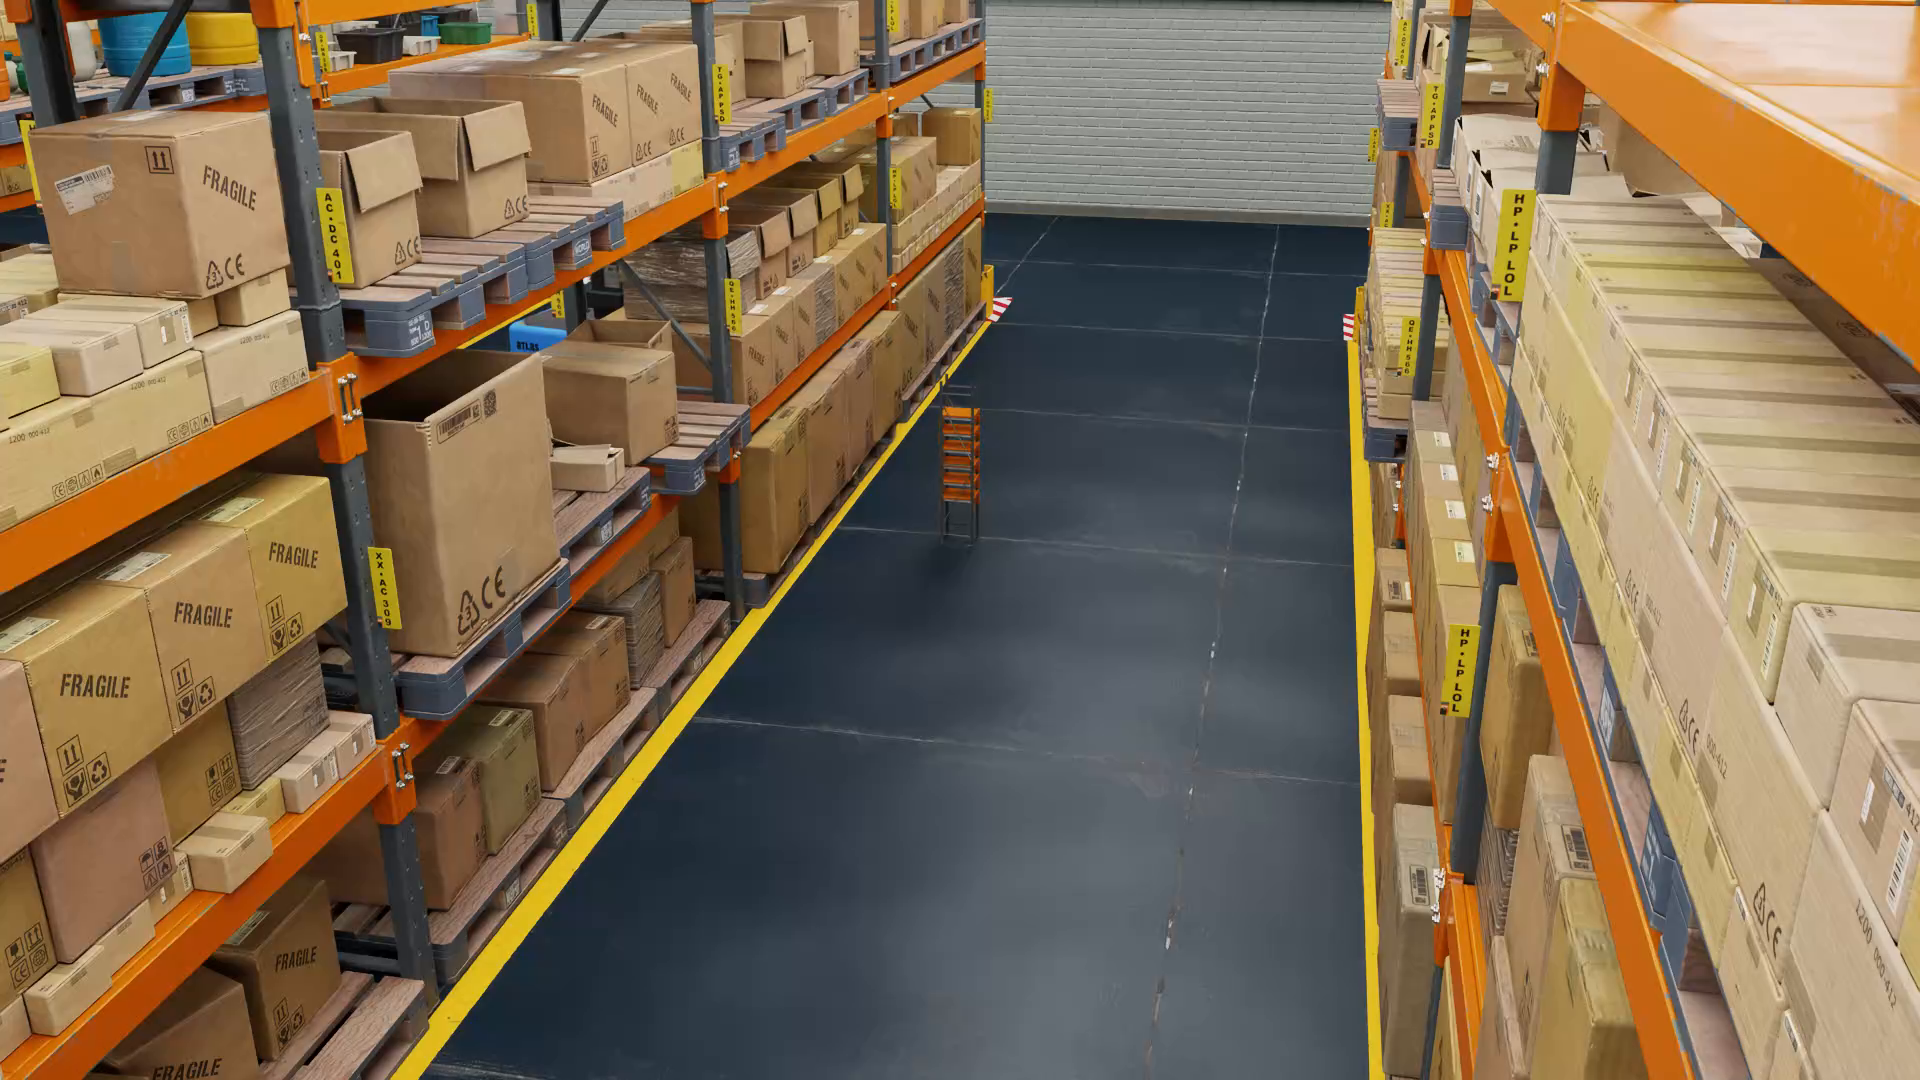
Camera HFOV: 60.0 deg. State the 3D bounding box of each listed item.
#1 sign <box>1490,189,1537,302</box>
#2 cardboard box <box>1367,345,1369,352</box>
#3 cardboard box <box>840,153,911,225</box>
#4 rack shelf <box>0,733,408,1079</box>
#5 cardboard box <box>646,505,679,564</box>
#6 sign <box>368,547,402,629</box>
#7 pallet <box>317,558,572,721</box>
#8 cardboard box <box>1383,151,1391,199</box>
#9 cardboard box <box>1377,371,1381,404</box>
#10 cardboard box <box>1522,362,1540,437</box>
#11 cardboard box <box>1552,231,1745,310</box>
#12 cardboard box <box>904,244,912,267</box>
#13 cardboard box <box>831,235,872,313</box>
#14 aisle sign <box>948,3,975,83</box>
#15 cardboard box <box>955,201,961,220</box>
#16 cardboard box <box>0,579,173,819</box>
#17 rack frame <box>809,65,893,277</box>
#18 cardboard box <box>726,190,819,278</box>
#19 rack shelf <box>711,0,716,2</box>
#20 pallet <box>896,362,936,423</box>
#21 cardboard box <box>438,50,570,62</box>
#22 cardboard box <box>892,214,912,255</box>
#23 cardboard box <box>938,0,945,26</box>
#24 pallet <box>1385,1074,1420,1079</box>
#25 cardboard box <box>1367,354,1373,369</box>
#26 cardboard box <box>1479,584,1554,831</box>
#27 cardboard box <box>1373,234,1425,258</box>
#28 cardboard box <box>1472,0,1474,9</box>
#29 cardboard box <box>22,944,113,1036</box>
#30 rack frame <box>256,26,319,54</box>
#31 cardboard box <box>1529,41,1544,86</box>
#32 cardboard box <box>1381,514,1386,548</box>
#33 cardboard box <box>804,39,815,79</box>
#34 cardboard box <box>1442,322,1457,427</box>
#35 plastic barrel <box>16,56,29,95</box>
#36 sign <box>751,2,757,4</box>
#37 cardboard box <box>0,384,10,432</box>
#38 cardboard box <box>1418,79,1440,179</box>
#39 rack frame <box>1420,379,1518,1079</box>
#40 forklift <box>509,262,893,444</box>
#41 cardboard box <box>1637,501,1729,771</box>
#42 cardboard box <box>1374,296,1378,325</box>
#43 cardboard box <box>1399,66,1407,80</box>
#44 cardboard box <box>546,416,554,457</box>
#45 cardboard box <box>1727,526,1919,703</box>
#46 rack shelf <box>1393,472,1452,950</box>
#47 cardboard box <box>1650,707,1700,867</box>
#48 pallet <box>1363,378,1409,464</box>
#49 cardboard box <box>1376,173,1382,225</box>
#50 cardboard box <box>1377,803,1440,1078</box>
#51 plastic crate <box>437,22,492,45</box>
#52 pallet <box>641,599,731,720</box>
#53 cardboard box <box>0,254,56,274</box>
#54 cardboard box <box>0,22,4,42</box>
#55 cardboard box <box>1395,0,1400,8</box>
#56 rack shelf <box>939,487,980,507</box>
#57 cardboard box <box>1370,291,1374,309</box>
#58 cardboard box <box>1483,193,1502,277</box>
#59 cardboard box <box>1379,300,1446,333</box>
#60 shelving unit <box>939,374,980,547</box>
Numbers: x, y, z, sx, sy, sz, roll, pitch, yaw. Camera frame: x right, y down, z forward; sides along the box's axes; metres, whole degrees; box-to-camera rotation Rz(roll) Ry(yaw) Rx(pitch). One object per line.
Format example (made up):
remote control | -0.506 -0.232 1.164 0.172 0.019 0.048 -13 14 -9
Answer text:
sign | 1.611 -0.855 4.834 0.100 0.325 0.005 4 22 11
cardboard box | 3.789 -1.747 14.634 0.380 0.149 0.250 4 22 9
cardboard box | -0.710 -2.953 13.970 0.500 0.500 0.500 4 22 11
rack shelf | -3.099 1.610 4.805 1.077 0.370 4.000 4 22 11
cardboard box | -1.982 -0.063 9.749 0.500 0.250 0.500 5 23 13
sign | -2.158 0.182 6.229 0.100 0.325 0.005 4 22 11
pallet | -2.392 0.365 7.189 1.003 0.211 1.213 4 22 11
cardboard box | 3.708 -2.996 13.408 0.500 0.500 0.500 4 22 9
cardboard box | 2.663 -0.888 9.817 0.380 0.149 0.250 4 22 11
cardboard box | 1.686 -0.354 4.343 0.380 0.149 0.250 5 22 11
cardboard box | 1.634 -0.633 3.968 0.380 0.149 0.250 4 22 10
cardboard box | -0.619 -2.444 14.242 0.380 0.149 0.250 4 22 9
cardboard box | -0.994 -2.055 12.808 0.500 0.500 0.500 5 23 13
aisle sign | 0.066 -5.053 16.906 0.394 0.787 0.004 4 22 11
cardboard box | -0.199 -3.199 16.117 0.380 0.149 0.250 4 22 10
cardboard box | -2.717 0.448 4.856 0.500 0.500 0.500 4 22 11
rack frame | -1.058 -2.381 13.751 1.000 3.000 0.127 4 22 11
cardboard box | -1.444 -2.180 11.775 0.797 0.503 0.637 5 23 13
rack shelf | -1.467 -3.913 11.023 1.077 0.370 4.000 4 22 11
pallet | -0.827 -1.360 14.948 1.003 0.211 1.213 4 22 11
cardboard box | -2.329 -2.251 8.608 0.500 0.500 0.500 5 22 11
cardboard box | -0.706 -2.601 14.100 0.500 0.250 0.500 4 22 10
cardboard box | -0.529 -5.132 15.737 0.700 0.500 0.500 4 22 9
pallet | 2.228 1.965 6.692 1.003 0.211 1.213 4 22 11
cardboard box | 3.870 -1.567 14.984 0.380 0.149 0.250 4 22 11
cardboard box | 2.035 0.521 4.897 0.875 0.550 0.550 4 22 11
cardboard box | 3.195 -2.109 12.053 0.380 0.149 0.250 5 22 12
cardboard box | 4.477 -4.463 13.902 0.380 0.149 0.250 4 22 9
cardboard box | -2.767 1.310 4.923 0.380 0.149 0.250 4 22 11
rack frame | -5.907 -5.542 13.568 1.000 3.000 0.127 4 22 11
cardboard box | 3.431 -2.708 9.388 0.396 0.266 0.258 4 22 11
cardboard box | 2.948 0.011 10.594 0.500 0.500 0.500 5 23 13
cardboard box | -1.370 -3.532 12.150 0.500 0.311 0.500 4 22 9
cardboard box | 2.859 -0.850 8.477 0.700 0.500 0.500 4 22 11
plastic barrel | -6.282 -3.180 11.365 0.294 0.245 0.294 0 22 0
sign | -1.602 -4.091 13.183 0.100 0.325 0.005 4 22 11
cardboard box | -2.738 -0.339 4.332 0.380 0.149 0.250 6 23 13
cardboard box | 2.917 -2.353 9.532 0.500 0.500 0.500 4 22 11
rack frame | 2.144 0.960 5.456 1.000 3.000 0.127 4 22 11
forklift | -2.053 -2.039 12.994 3.031 2.935 1.130 9 24 21
cardboard box | 1.360 0.155 2.545 0.500 0.250 0.500 4 22 11
cardboard box | 2.929 -1.501 10.942 0.380 0.149 0.250 4 22 10
cardboard box | 3.612 -3.488 12.685 0.500 0.250 0.500 5 22 12
cardboard box | -2.428 -0.339 7.980 0.797 0.503 0.637 7 23 16
cardboard box | 1.220 0.108 2.129 0.380 0.149 0.250 5 22 12
rack shelf | 2.552 0.562 7.406 1.077 0.370 4.000 4 22 11
cardboard box | 1.272 0.387 2.503 0.380 0.149 0.250 4 22 10
pallet | 3.001 -0.683 9.791 1.213 0.211 1.003 4 22 11
cardboard box | 4.034 -3.094 14.990 0.500 0.500 0.500 5 22 12
cardboard box | 2.183 1.574 6.378 1.050 0.750 0.750 4 22 11
plastic crate | -5.013 -5.132 16.850 0.450 0.188 0.336 4 22 11
pallet | -2.036 0.661 9.930 1.003 0.211 1.213 4 22 11
cardboard box | -3.059 -0.867 5.643 0.380 0.149 0.250 4 22 9
cardboard box | -10.106 -5.167 16.853 0.500 0.250 0.500 4 22 11
cardboard box | 4.057 -4.792 14.720 0.380 0.149 0.250 5 22 12
rack shelf | -0.003 -0.287 11.723 0.258 0.103 0.180 4 22 11
cardboard box | 3.088 -1.651 11.711 0.380 0.149 0.250 5 22 11
cardboard box | 2.181 -1.072 5.989 0.500 0.250 0.500 4 22 10
cardboard box | 2.769 -1.357 10.186 0.380 0.149 0.250 5 22 13
shelving unit | -0.003 -0.551 11.616 0.258 1.200 0.189 4 22 11
